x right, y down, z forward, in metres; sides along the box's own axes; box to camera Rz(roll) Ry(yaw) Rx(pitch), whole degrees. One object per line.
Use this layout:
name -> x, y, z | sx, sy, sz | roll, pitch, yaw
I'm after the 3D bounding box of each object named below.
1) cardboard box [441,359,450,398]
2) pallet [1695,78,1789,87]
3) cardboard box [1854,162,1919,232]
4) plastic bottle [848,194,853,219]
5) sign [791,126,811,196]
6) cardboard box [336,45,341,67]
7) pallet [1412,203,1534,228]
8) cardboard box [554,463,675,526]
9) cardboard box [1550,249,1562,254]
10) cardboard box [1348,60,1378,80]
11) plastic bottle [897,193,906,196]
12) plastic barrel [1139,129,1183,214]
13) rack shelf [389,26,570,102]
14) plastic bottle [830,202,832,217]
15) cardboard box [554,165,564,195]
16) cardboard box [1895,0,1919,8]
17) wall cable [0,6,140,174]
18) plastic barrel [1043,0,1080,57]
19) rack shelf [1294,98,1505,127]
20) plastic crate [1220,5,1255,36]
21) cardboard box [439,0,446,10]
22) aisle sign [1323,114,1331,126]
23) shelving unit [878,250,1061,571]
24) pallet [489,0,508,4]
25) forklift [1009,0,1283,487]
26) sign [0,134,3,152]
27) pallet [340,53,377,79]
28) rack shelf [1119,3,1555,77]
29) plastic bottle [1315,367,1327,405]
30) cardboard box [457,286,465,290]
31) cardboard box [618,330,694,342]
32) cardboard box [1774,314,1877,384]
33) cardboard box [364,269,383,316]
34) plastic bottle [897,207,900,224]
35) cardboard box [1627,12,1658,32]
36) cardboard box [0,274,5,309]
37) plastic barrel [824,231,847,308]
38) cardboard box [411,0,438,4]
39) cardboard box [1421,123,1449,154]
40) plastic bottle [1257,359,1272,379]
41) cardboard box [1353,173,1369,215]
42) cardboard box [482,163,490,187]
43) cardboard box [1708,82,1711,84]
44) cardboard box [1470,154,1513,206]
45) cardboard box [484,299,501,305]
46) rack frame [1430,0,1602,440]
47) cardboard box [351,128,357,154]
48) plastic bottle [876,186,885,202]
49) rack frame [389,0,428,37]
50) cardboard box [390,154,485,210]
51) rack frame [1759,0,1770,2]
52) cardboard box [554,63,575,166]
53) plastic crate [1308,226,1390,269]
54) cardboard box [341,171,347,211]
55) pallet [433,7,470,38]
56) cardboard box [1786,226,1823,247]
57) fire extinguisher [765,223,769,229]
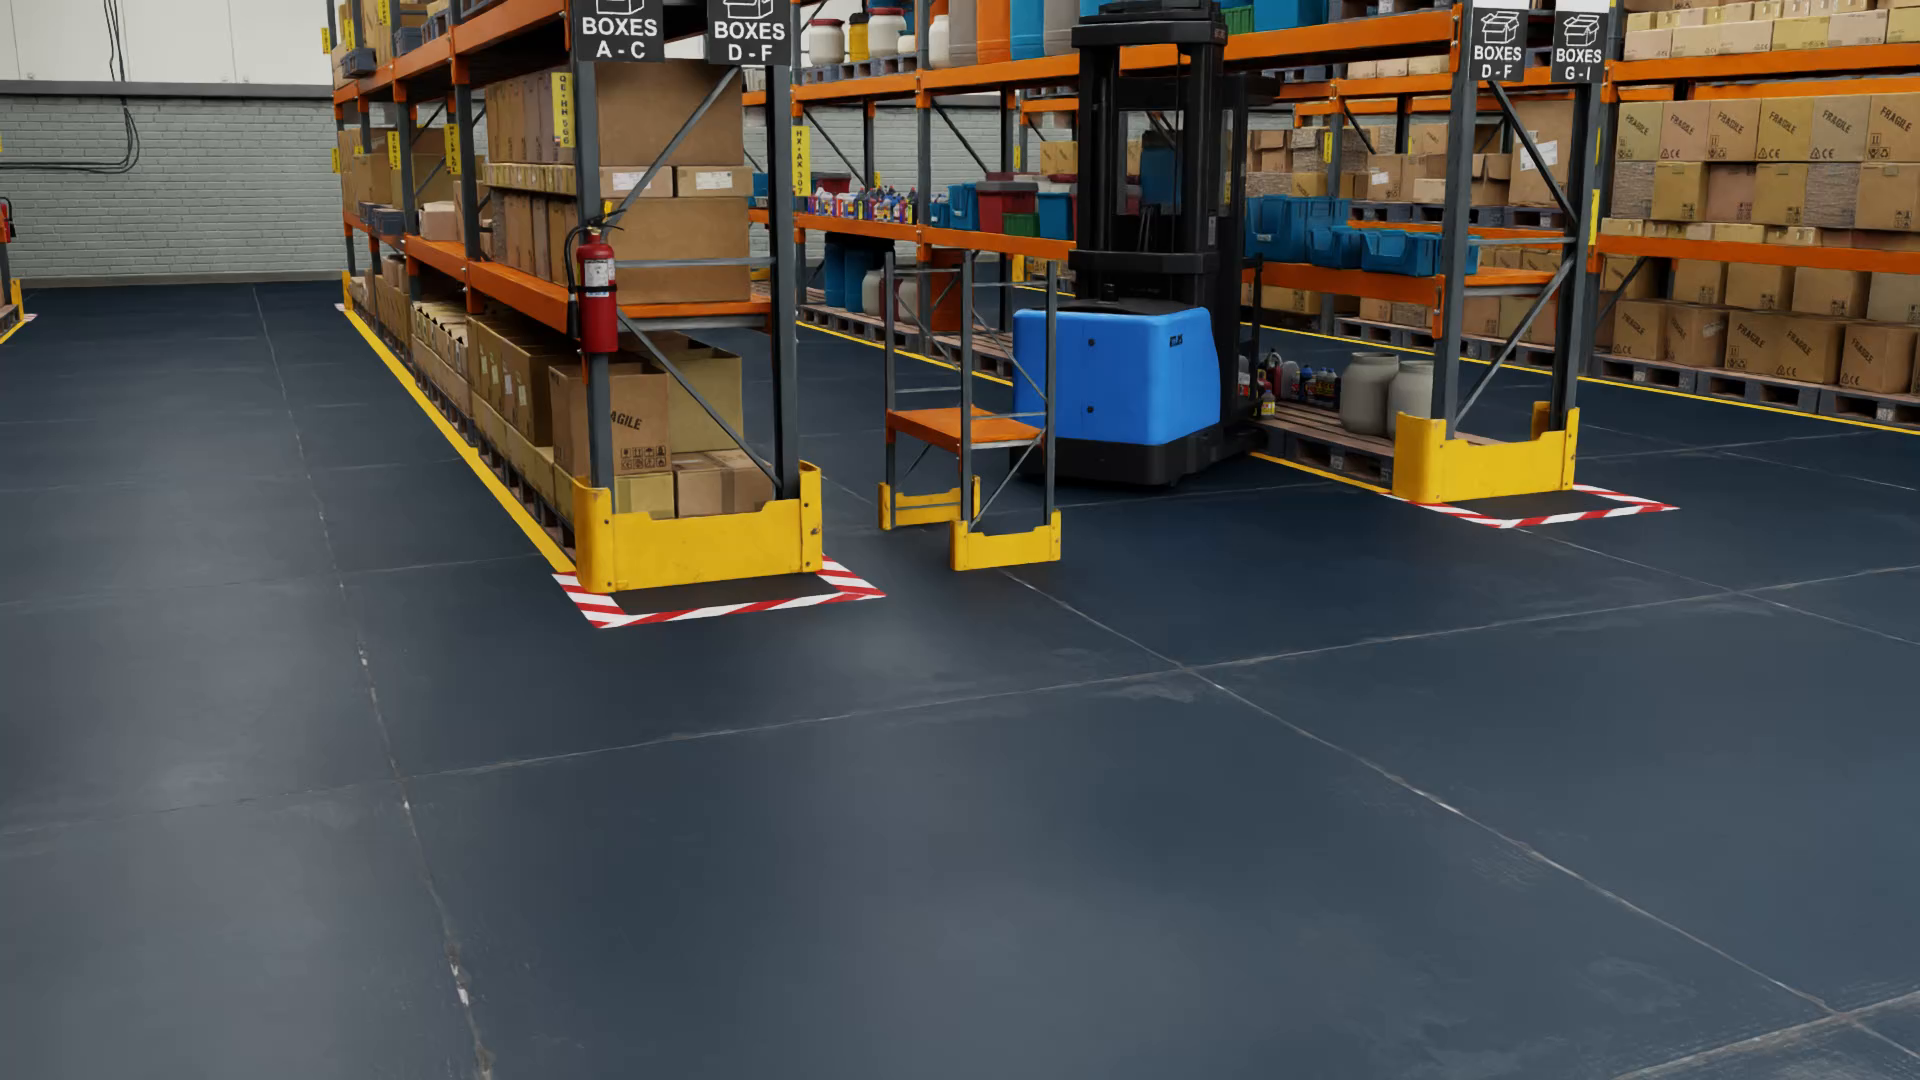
cardboard box -> -3.715, -1.261, 12.831 | 0.500, 0.250, 0.500 | -5, 14, -22
pallet -> 9.490, -5.514, 19.810 | 1.213, 0.211, 1.003 | -5, 14, -20
cardboard box -> 7.298, -2.596, 12.551 | 0.875, 0.500, 0.500 | -6, 14, -23
plastic bottle -> -1.220, -3.767, 18.778 | 0.097, 0.271, 0.097 | 0, 13, 0
sign -> -0.764, -1.809, 7.936 | 0.100, 0.325, 0.005 | -6, 14, -23
cardboard box -> -7.317, -5.901, 20.283 | 0.500, 0.250, 0.500 | -6, 14, -23
pallet -> 5.429, -3.347, 17.106 | 1.003, 0.211, 1.213 | -6, 14, -23
cardboard box -> -1.760, -0.248, 8.458 | 0.500, 0.250, 0.500 | -6, 14, -23
cardboard box -> 8.268, -3.953, 22.246 | 0.500, 0.250, 0.500 | -5, 14, -22
cardboard box -> 4.554, -5.114, 17.995 | 0.500, 0.250, 0.500 | -5, 14, -22
plastic bottle -> -0.685, -3.905, 19.365 | 0.152, 0.276, 0.135 | -6, 14, -23
plastic barrel -> 1.786, -2.924, 13.739 | 0.600, 0.901, 0.708 | -6, 14, -23
rack shelf -> -3.678, -3.650, 12.930 | 1.077, 0.370, 4.000 | -6, 14, -23
plastic bottle -> -1.460, -3.856, 19.319 | 0.097, 0.201, 0.097 | 0, 13, 0
cardboard box -> -1.910, -1.885, 8.701 | 0.380, 0.149, 0.250 | -5, 14, -22
cardboard box -> 7.077, -3.966, 12.148 | 0.380, 0.149, 0.250 | -6, 14, -23
wall cable -> -14.160, -6.768, 25.040 | 3.097, 2.526, 0.112 | -6, 14, -23
plastic barrel -> 0.998, -4.499, 13.890 | 0.600, 0.901, 0.600 | 0, 13, 0
rack shelf -> 6.780, -6.624, 25.780 | 1.077, 0.370, 4.000 | -6, 14, -23
plastic crate -> 2.045, -3.580, 11.503 | 0.336, 0.188, 0.450 | -6, 14, -23
cardboard box -> -4.020, -4.350, 13.760 | 0.500, 0.250, 0.500 | -5, 14, -21
aisle sign -> 6.225, -7.235, 27.712 | 0.394, 0.787, 0.004 | -6, 14, -23
shelving unit -> 0.031, -0.715, 8.633 | 0.587, 1.500, 1.083 | -6, 14, -23
pallet -> -2.027, -3.118, 9.235 | 1.003, 0.211, 1.213 | -6, 14, -23
forklift -> 1.452, -2.037, 11.171 | 1.130, 2.935, 3.031 | 7, 15, 27
sign -> -11.719, -4.882, 20.220 | 0.100, 0.325, 0.005 | -6, 14, -23
pallet -> -5.885, -5.007, 17.617 | 1.213, 0.211, 1.003 | -6, 14, -23
rack shelf -> 2.464, -3.270, 11.290 | 1.077, 0.370, 4.000 | -6, 14, -23
plastic bottle -> 2.647, -1.125, 12.155 | 0.097, 0.271, 0.097 | 0, 13, 0
cardboard box -> -4.811, -2.280, 16.638 | 0.500, 0.500, 0.500 | -6, 14, -24
cardboard box -> -1.884, -0.971, 9.915 | 0.500, 0.500, 0.500 | -6, 14, -23
cardboard box -> 7.064, -1.562, 13.579 | 0.500, 0.500, 0.500 | -4, 14, -18
cardboard box -> -6.570, -2.867, 19.174 | 0.500, 0.500, 0.500 | -6, 14, -23
plastic bottle -> -0.614, -3.420, 17.436 | 0.097, 0.201, 0.097 | 0, 13, 0
cardboard box -> 6.049, -4.507, 14.488 | 0.380, 0.149, 0.250 | -6, 14, -25
cardboard box -> -11.850, -3.008, 19.826 | 0.700, 0.500, 0.500 | -6, 14, -23
plastic barrel -> -1.339, -3.294, 20.170 | 0.600, 0.901, 0.708 | -6, 14, -23
cardboard box -> -4.649, -5.040, 14.903 | 0.500, 0.500, 0.500 | -6, 14, -23
cardboard box -> 7.145, -5.853, 24.408 | 0.500, 0.500, 0.500 | -6, 14, -25
plastic bottle -> 2.308, -1.235, 12.604 | 0.061, 0.283, 0.133 | -6, 14, -23
cardboard box -> 4.653, -4.020, 19.364 | 0.500, 0.500, 0.500 | -5, 14, -21
cardboard box -> -2.947, -2.417, 11.002 | 0.380, 0.149, 0.250 | -6, 14, -23
cardboard box -> 9.199, -5.925, 20.945 | 0.500, 0.500, 0.500 | -6, 14, -23
cardboard box -> 5.422, -3.624, 16.717 | 0.797, 0.503, 0.637 | -4, 14, -17
cardboard box -> -4.044, -2.004, 14.801 | 0.500, 0.311, 0.500 | -5, 14, -21
rack frame -> 3.265, -1.746, 9.761 | 1.000, 3.000, 0.127 | -6, 14, -23
cardboard box -> -6.729, -4.501, 19.226 | 0.500, 0.500, 0.500 | -6, 14, -24
plastic bottle -> -0.932, -3.990, 19.565 | 0.144, 0.351, 0.185 | -6, 14, -23
rack frame -> -4.480, -5.875, 14.296 | 1.000, 3.000, 0.127 | -6, 14, -23
cardboard box -> -4.835, -3.325, 15.432 | 0.700, 0.500, 0.500 | -12, 18, -42
rack frame -> 12.077, -8.490, 25.597 | 1.000, 3.000, 0.127 | -6, 14, -23
cardboard box -> -1.687, -2.197, 8.610 | 0.700, 0.500, 0.500 | -6, 14, -24
plastic crate -> 2.536, -1.885, 10.690 | 0.499, 0.251, 0.408 | -6, 14, -23
cardboard box -> -7.748, -4.538, 21.604 | 0.500, 0.500, 0.500 | -5, 14, -22
pallet -> -3.242, -3.675, 11.868 | 0.805, 0.209, 1.217 | -6, 14, -25
cardboard box -> 6.803, -2.412, 13.194 | 0.380, 0.149, 0.250 | -6, 14, -23
fire extinguisher -> -2.788, -4.904, 24.407 | 0.296, 0.674, 0.183 | -6, 14, -23
